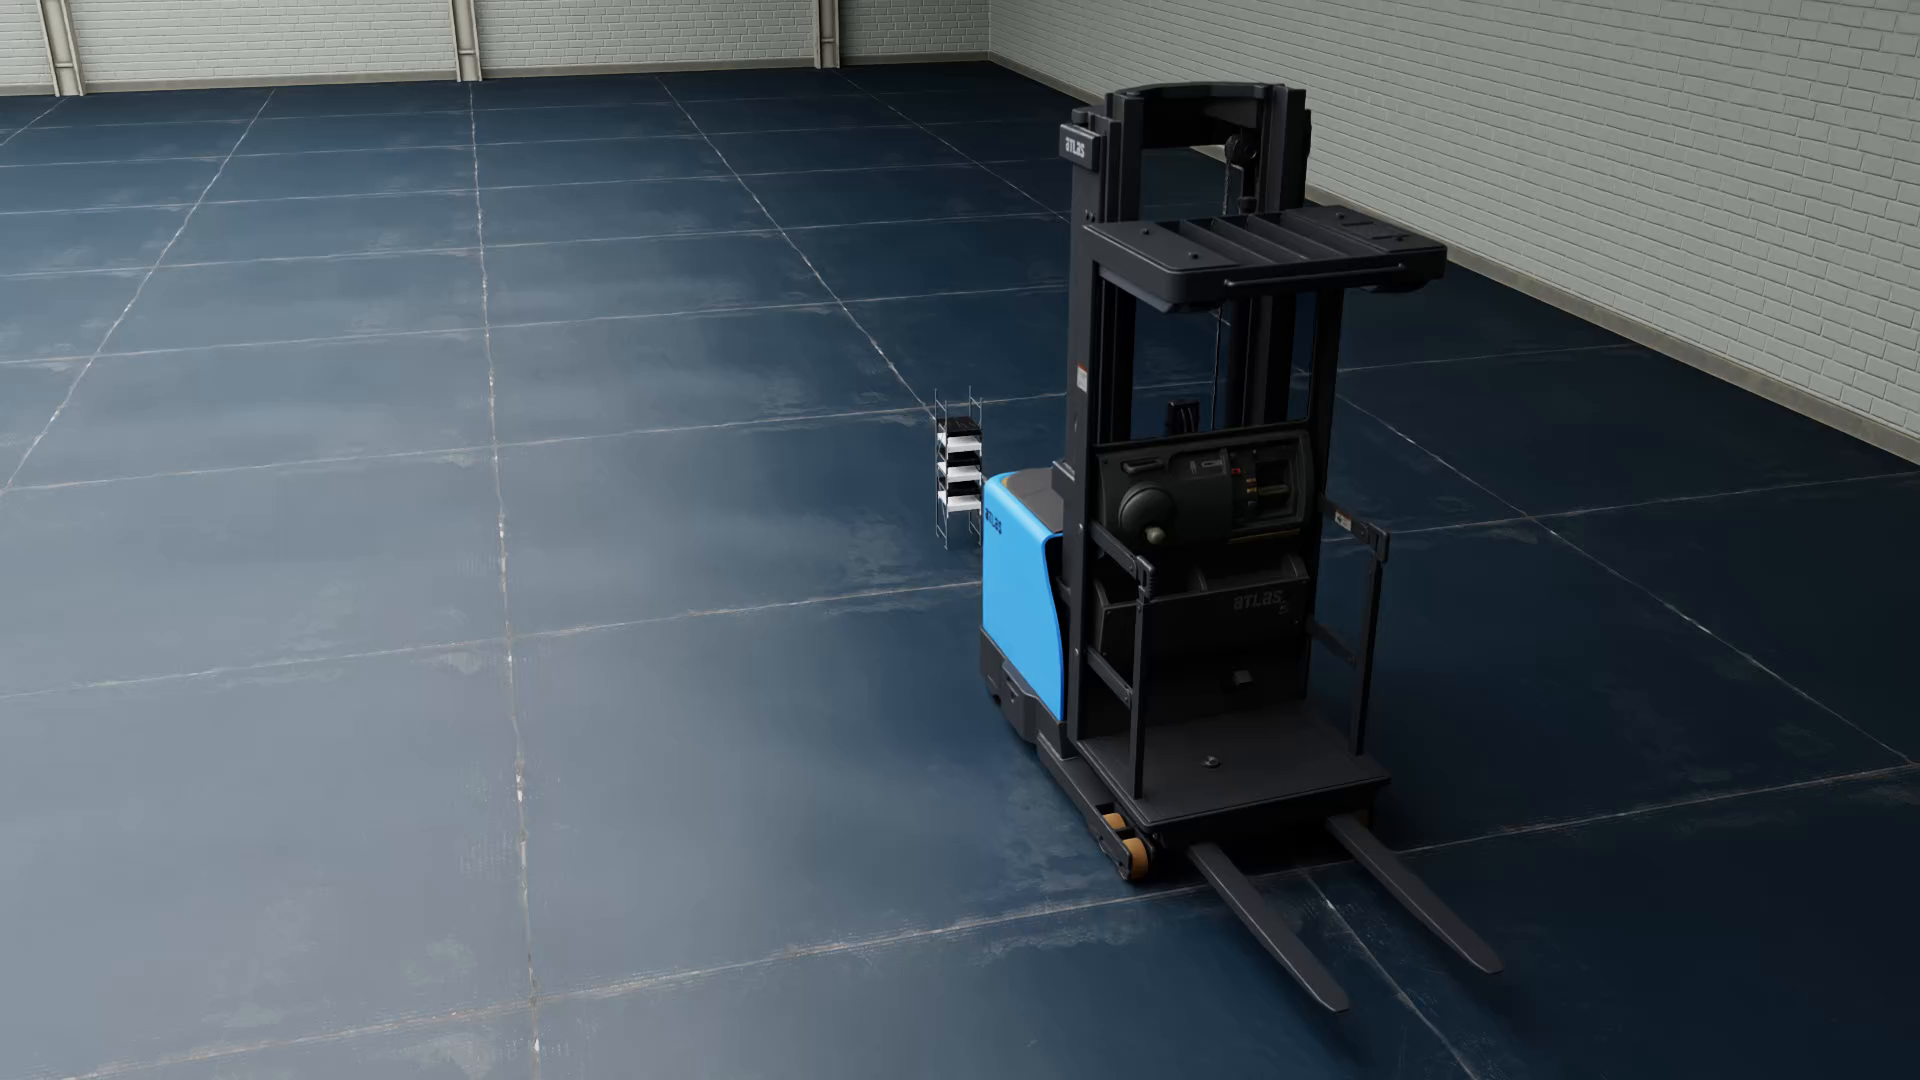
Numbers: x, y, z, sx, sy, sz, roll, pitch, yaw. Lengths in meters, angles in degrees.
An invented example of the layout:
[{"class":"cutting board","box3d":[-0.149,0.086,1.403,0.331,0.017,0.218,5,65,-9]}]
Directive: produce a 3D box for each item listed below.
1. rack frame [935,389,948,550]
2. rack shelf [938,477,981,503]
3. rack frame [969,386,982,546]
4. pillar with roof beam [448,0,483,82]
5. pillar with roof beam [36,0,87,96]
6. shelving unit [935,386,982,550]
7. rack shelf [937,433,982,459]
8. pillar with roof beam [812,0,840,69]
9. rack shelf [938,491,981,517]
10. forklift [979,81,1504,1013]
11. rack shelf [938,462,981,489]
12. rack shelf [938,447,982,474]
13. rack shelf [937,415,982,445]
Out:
[{"class":"rack frame","box3d":[-0.106,-0.402,9.545,0.006,0.900,0.240,-6,24,-14]},{"class":"rack shelf","box3d":[-0.008,-0.299,9.619,0.200,0.077,0.258,-6,24,-14]},{"class":"rack frame","box3d":[0.090,-0.424,9.596,0.006,0.900,0.240,-6,24,-14]},{"class":"pillar with roof beam","box3d":[-6.926,-10.092,21.859,0.400,9.000,9.100,-6,24,-14]},{"class":"pillar with roof beam","box3d":[-12.702,-9.453,20.370,0.400,9.000,9.100,-6,24,-14]},{"class":"shelving unit","box3d":[-0.008,-0.413,9.571,0.210,0.900,0.258,-6,24,-14]},{"class":"rack shelf","box3d":[-0.008,-0.547,9.513,0.200,0.077,0.258,-6,24,-14]},{"class":"pillar with roof beam","box3d":[-1.149,-10.732,23.348,0.400,9.000,9.100,-6,24,-14]},{"class":"rack shelf","box3d":[-0.008,-0.217,9.655,0.200,0.077,0.258,-6,24,-14]},{"class":"forklift","box3d":[1.062,-0.179,6.449,1.130,2.935,3.031,-8,24,-18]},{"class":"rack shelf","box3d":[-0.008,-0.382,9.584,0.200,0.077,0.258,-6,24,-14]},{"class":"rack shelf","box3d":[-0.008,-0.465,9.548,0.200,0.077,0.258,-6,24,-14]},{"class":"rack shelf","box3d":[-0.008,-0.630,9.477,0.200,0.077,0.258,-6,24,-14]}]
